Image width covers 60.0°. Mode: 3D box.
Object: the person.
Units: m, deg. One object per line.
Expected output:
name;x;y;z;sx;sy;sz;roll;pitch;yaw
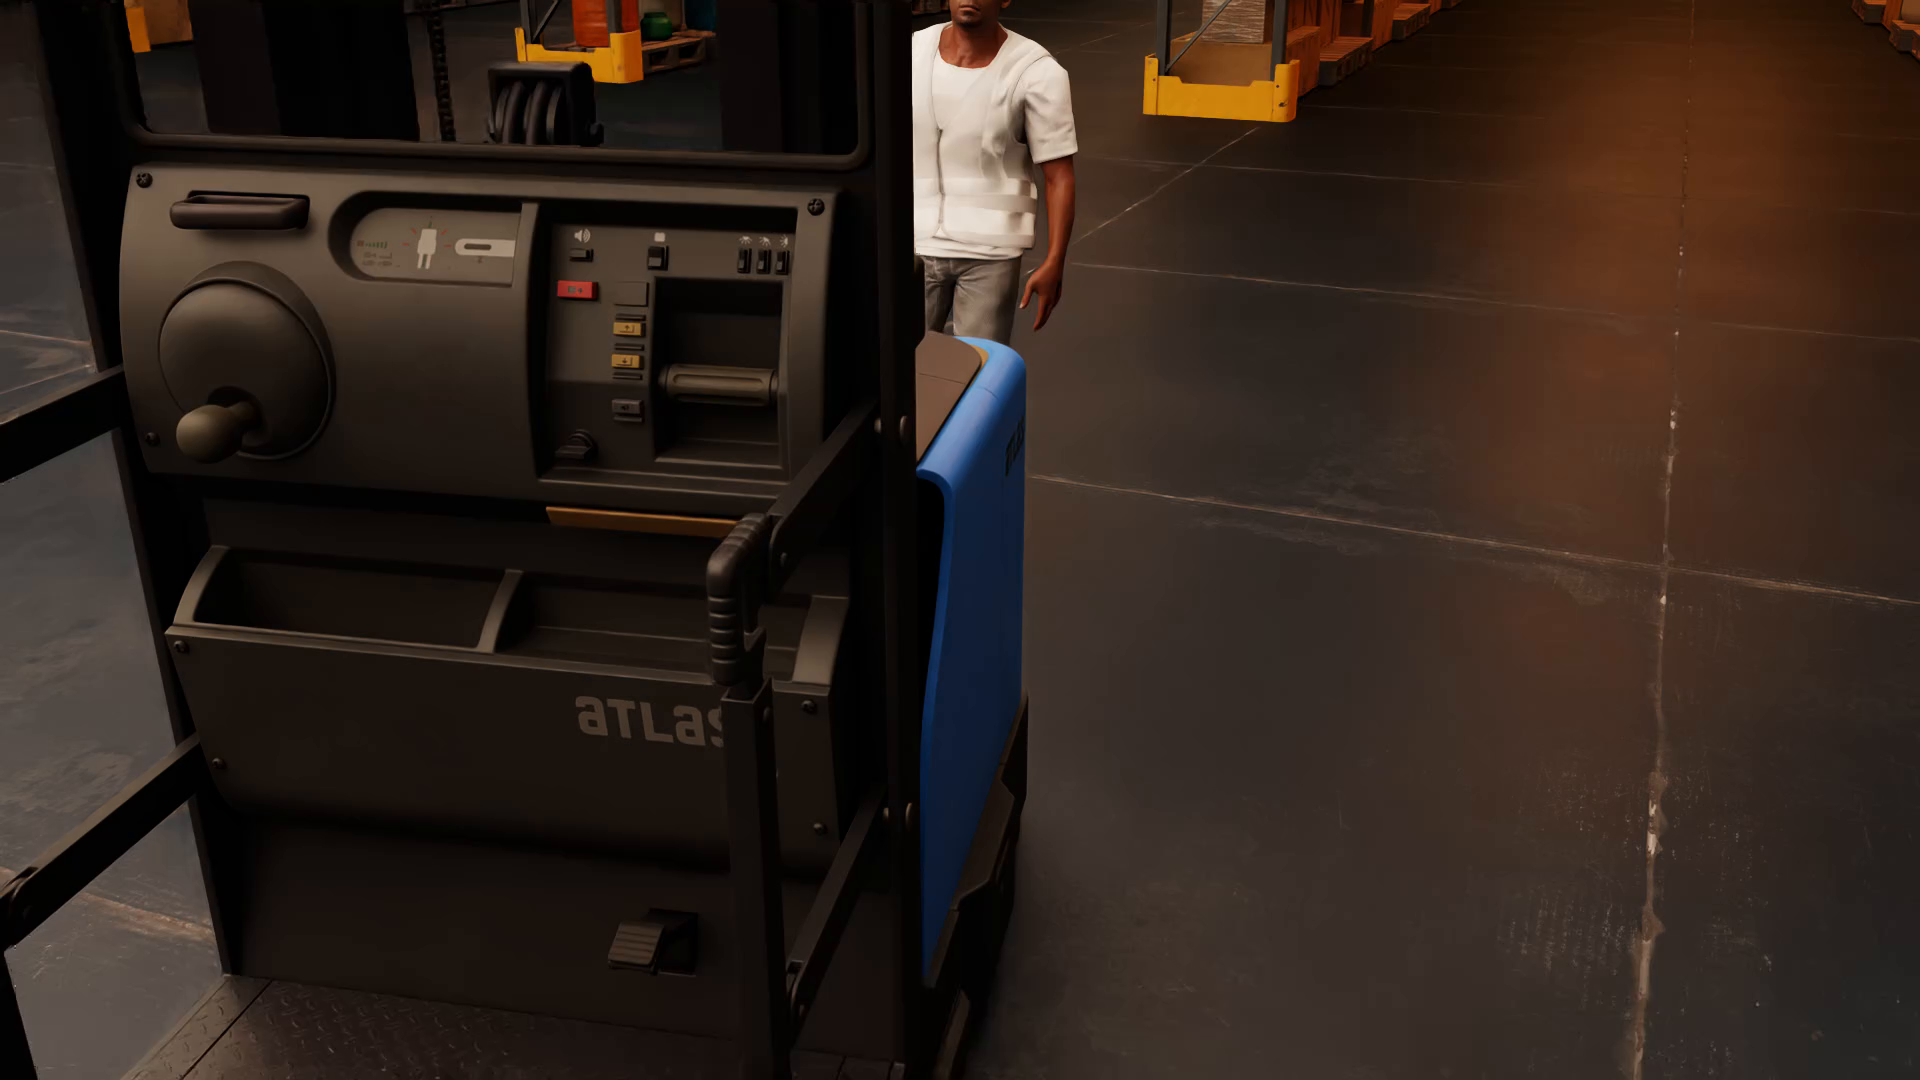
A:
person;-0.002;-0.853;4.748;0.665;1.706;0.420;9;24;21

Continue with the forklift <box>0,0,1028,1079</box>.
forklift;-0.645;-0.236;1.858;1.130;2.935;3.031;4;23;10
